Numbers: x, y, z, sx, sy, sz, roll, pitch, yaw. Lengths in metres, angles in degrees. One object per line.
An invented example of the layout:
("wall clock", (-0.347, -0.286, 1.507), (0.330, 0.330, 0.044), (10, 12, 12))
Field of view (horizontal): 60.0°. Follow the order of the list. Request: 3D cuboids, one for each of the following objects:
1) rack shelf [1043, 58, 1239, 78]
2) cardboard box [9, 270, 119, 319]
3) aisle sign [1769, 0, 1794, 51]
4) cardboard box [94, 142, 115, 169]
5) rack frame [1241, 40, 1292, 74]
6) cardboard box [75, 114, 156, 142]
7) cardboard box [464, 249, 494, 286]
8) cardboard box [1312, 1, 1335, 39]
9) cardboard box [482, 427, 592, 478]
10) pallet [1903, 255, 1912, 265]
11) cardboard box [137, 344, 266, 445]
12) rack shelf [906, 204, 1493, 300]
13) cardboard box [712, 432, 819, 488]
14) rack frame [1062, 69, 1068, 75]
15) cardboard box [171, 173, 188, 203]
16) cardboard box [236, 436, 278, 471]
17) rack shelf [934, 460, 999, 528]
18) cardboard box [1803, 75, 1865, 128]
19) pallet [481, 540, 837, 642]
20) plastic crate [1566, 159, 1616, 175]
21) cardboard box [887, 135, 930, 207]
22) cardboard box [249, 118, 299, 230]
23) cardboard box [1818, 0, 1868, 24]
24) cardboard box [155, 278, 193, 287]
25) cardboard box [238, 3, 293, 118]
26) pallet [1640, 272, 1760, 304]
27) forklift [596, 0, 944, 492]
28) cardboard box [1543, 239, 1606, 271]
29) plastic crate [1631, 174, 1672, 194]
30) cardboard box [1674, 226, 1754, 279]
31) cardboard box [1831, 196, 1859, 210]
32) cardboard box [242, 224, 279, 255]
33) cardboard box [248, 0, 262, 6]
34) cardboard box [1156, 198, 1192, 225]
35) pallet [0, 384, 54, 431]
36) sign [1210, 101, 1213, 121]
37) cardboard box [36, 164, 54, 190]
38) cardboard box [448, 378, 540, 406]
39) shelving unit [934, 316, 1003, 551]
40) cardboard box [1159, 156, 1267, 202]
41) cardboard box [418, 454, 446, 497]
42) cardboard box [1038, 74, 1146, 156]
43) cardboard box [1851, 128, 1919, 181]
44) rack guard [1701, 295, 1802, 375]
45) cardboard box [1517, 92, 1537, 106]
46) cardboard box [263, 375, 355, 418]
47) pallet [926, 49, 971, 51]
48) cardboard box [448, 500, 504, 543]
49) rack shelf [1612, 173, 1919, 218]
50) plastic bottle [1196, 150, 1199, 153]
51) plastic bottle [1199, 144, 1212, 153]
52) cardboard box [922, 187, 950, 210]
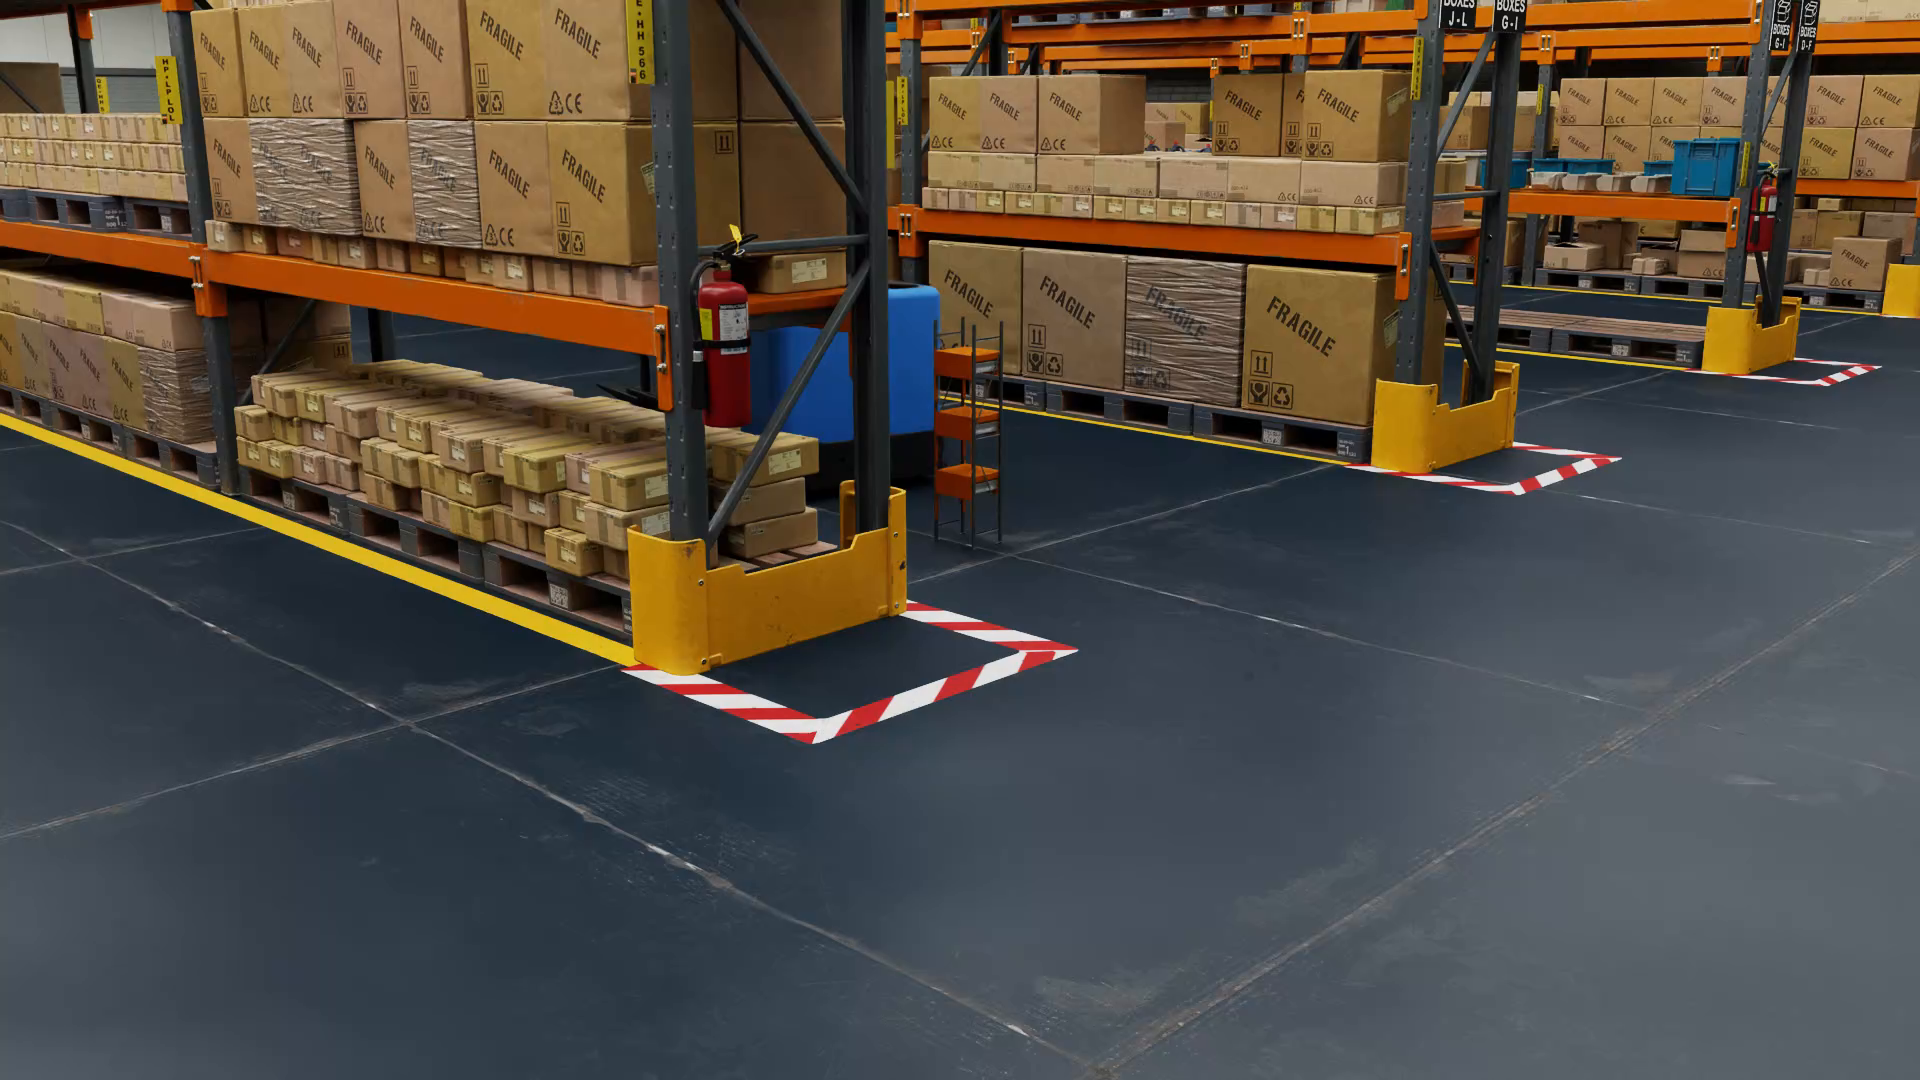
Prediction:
("rack shelf", (3.085, -8.207, 28.959), (4.000, 0.370, 1.077), (14, 20, 42))
("cardboard box", (-5.732, -1.577, 10.673), (0.500, 0.250, 0.500), (13, 20, 42))
("aisle sign", (6.136, -4.048, 12.362), (0.004, 0.787, 0.394), (14, 20, 42))
("cardboard box", (-4.723, -2.216, 9.563), (0.250, 0.149, 0.380), (12, 19, 39))
("rack frame", (3.969, -5.154, 21.763), (0.127, 3.000, 1.000), (14, 20, 42))
("cardboard box", (-4.908, -2.406, 9.704), (0.250, 0.149, 0.380), (13, 19, 40))
("cardboard box", (-1.810, -1.141, 6.862), (0.250, 0.149, 0.380), (13, 19, 40))
("cardboard box", (4.673, -6.494, 20.760), (0.500, 0.500, 0.910), (14, 20, 42))
("cardboard box", (-1.781, -0.365, 7.027), (0.250, 0.149, 0.380), (13, 19, 40))
("pallet", (12.534, -3.430, 20.677), (1.213, 0.211, 1.003), (14, 20, 42))
("cardboard box", (-4.253, -0.851, 9.375), (0.500, 0.500, 0.500), (13, 20, 41))
("rack shelf", (1.409, -1.958, 10.925), (4.000, 0.370, 1.077), (14, 20, 42))
("cardboard box", (-0.808, -0.339, 6.924), (0.250, 0.149, 0.380), (13, 19, 40))
("rack frame", (1.646, -7.454, 30.590), (0.127, 3.000, 1.000), (14, 20, 42))
("cardboard box", (-3.969, -1.889, 8.898), (0.250, 0.149, 0.380), (13, 20, 41))
("cardboard box", (-3.507, -0.475, 8.629), (0.250, 0.149, 0.380), (13, 19, 40))
("rack shelf", (0.039, -0.219, 7.837), (0.240, 0.259, 0.215), (14, 20, 42))
("cardboard box", (8.852, -4.402, 16.697), (0.500, 0.500, 0.500), (-14, 20, -43))
("pallet", (-1.281, 0.114, 7.077), (1.213, 0.211, 1.003), (14, 20, 42))
("plastic crate", (5.390, -3.137, 14.235), (0.300, 0.233, 0.416), (14, 20, 42))
("cardboard box", (-0.556, -2.737, 12.289), (0.500, 0.500, 0.500), (14, 20, 42))
("cardboard box", (-3.003, -1.748, 7.905), (0.500, 0.500, 0.500), (14, 20, 42))
("cardboard box", (8.823, -5.264, 16.535), (0.500, 0.250, 0.500), (14, 20, 42))
("cardboard box", (-4.643, -1.490, 10.340), (0.500, 0.250, 0.500), (-14, 20, -42))
("cardboard box", (-3.006, -2.239, 7.804), (0.500, 0.500, 0.500), (13, 19, 41))
("pallet", (8.225, -2.770, 18.147), (1.213, 0.211, 1.003), (14, 20, 42))
("forklift", (-1.312, -1.970, 9.679), (1.130, 2.935, 3.031), (-9, 17, -32))
("cardboard box", (7.000, -3.253, 18.927), (0.500, 0.311, 0.500), (14, 20, 42))
("plastic crate", (5.574, -2.867, 13.389), (0.243, 0.136, 0.396), (14, 20, 42))
("cardboard box", (8.204, -3.131, 18.078), (0.637, 0.503, 0.797), (14, 20, 42))
("cardboard box", (11.537, -4.391, 21.673), (0.250, 0.149, 0.380), (14, 20, 43))
("cardboard box", (-3.331, -1.512, 8.282), (0.380, 0.149, 0.250), (-14, 20, -43))
("cardboard box", (-7.718, -6.004, 18.585), (0.250, 0.149, 0.380), (13, 19, 40))
("cardboard box", (1.441, -2.061, 10.392), (0.250, 0.149, 0.380), (14, 20, 42))
("pallet", (-5.864, -0.987, 11.303), (1.213, 0.211, 1.003), (14, 20, 42))
("sign", (4.154, -7.073, 27.411), (0.005, 0.325, 0.100), (14, 20, 42))
("cardboard box", (-5.467, -2.253, 10.297), (0.380, 0.149, 0.250), (-14, 20, -42))
("cardboard box", (-2.322, -0.700, 8.312), (0.250, 0.149, 0.380), (12, 19, 40))
("shelving unit", (0.039, -0.499, 7.764), (0.252, 1.050, 0.215), (14, 20, 42))
("cardboard box", (1.585, -2.242, 10.296), (0.500, 0.250, 0.500), (13, 19, 40))
("cardboard box", (-2.173, -0.309, 7.401), (0.380, 0.149, 0.250), (-13, 20, -41))
("cardboard box", (0.864, -2.783, 10.883), (0.500, 0.500, 0.500), (13, 19, 40))
("cardboard box", (9.217, -3.831, 16.488), (0.500, 0.500, 0.500), (-14, 20, -42))
("rack guard", (6.313, -1.644, 13.250), (0.348, 0.500, 1.175), (14, 20, 42))
("cardboard box", (8.303, -6.312, 23.891), (0.500, 0.250, 0.500), (14, 20, 43))
("cardboard box", (-3.284, -0.729, 8.420), (0.380, 0.149, 0.250), (-13, 20, -41))
("pallet", (-0.417, -7.621, 25.457), (1.213, 0.211, 1.003), (14, 20, 42))
("cardboard box", (-1.990, -0.114, 7.243), (0.250, 0.149, 0.380), (13, 19, 40))
("rack shelf", (8.288, -3.756, 17.824), (4.000, 0.370, 1.077), (14, 20, 42))
("plastic bottle", (2.441, -3.871, 17.096), (0.097, 0.271, 0.097), (0, 15, 0))
("plastic bottle", (2.386, -3.665, 16.148), (0.185, 0.351, 0.144), (14, 20, 42))
("cardboard box", (-0.048, -2.423, 11.779), (0.250, 0.149, 0.380), (14, 20, 42))
